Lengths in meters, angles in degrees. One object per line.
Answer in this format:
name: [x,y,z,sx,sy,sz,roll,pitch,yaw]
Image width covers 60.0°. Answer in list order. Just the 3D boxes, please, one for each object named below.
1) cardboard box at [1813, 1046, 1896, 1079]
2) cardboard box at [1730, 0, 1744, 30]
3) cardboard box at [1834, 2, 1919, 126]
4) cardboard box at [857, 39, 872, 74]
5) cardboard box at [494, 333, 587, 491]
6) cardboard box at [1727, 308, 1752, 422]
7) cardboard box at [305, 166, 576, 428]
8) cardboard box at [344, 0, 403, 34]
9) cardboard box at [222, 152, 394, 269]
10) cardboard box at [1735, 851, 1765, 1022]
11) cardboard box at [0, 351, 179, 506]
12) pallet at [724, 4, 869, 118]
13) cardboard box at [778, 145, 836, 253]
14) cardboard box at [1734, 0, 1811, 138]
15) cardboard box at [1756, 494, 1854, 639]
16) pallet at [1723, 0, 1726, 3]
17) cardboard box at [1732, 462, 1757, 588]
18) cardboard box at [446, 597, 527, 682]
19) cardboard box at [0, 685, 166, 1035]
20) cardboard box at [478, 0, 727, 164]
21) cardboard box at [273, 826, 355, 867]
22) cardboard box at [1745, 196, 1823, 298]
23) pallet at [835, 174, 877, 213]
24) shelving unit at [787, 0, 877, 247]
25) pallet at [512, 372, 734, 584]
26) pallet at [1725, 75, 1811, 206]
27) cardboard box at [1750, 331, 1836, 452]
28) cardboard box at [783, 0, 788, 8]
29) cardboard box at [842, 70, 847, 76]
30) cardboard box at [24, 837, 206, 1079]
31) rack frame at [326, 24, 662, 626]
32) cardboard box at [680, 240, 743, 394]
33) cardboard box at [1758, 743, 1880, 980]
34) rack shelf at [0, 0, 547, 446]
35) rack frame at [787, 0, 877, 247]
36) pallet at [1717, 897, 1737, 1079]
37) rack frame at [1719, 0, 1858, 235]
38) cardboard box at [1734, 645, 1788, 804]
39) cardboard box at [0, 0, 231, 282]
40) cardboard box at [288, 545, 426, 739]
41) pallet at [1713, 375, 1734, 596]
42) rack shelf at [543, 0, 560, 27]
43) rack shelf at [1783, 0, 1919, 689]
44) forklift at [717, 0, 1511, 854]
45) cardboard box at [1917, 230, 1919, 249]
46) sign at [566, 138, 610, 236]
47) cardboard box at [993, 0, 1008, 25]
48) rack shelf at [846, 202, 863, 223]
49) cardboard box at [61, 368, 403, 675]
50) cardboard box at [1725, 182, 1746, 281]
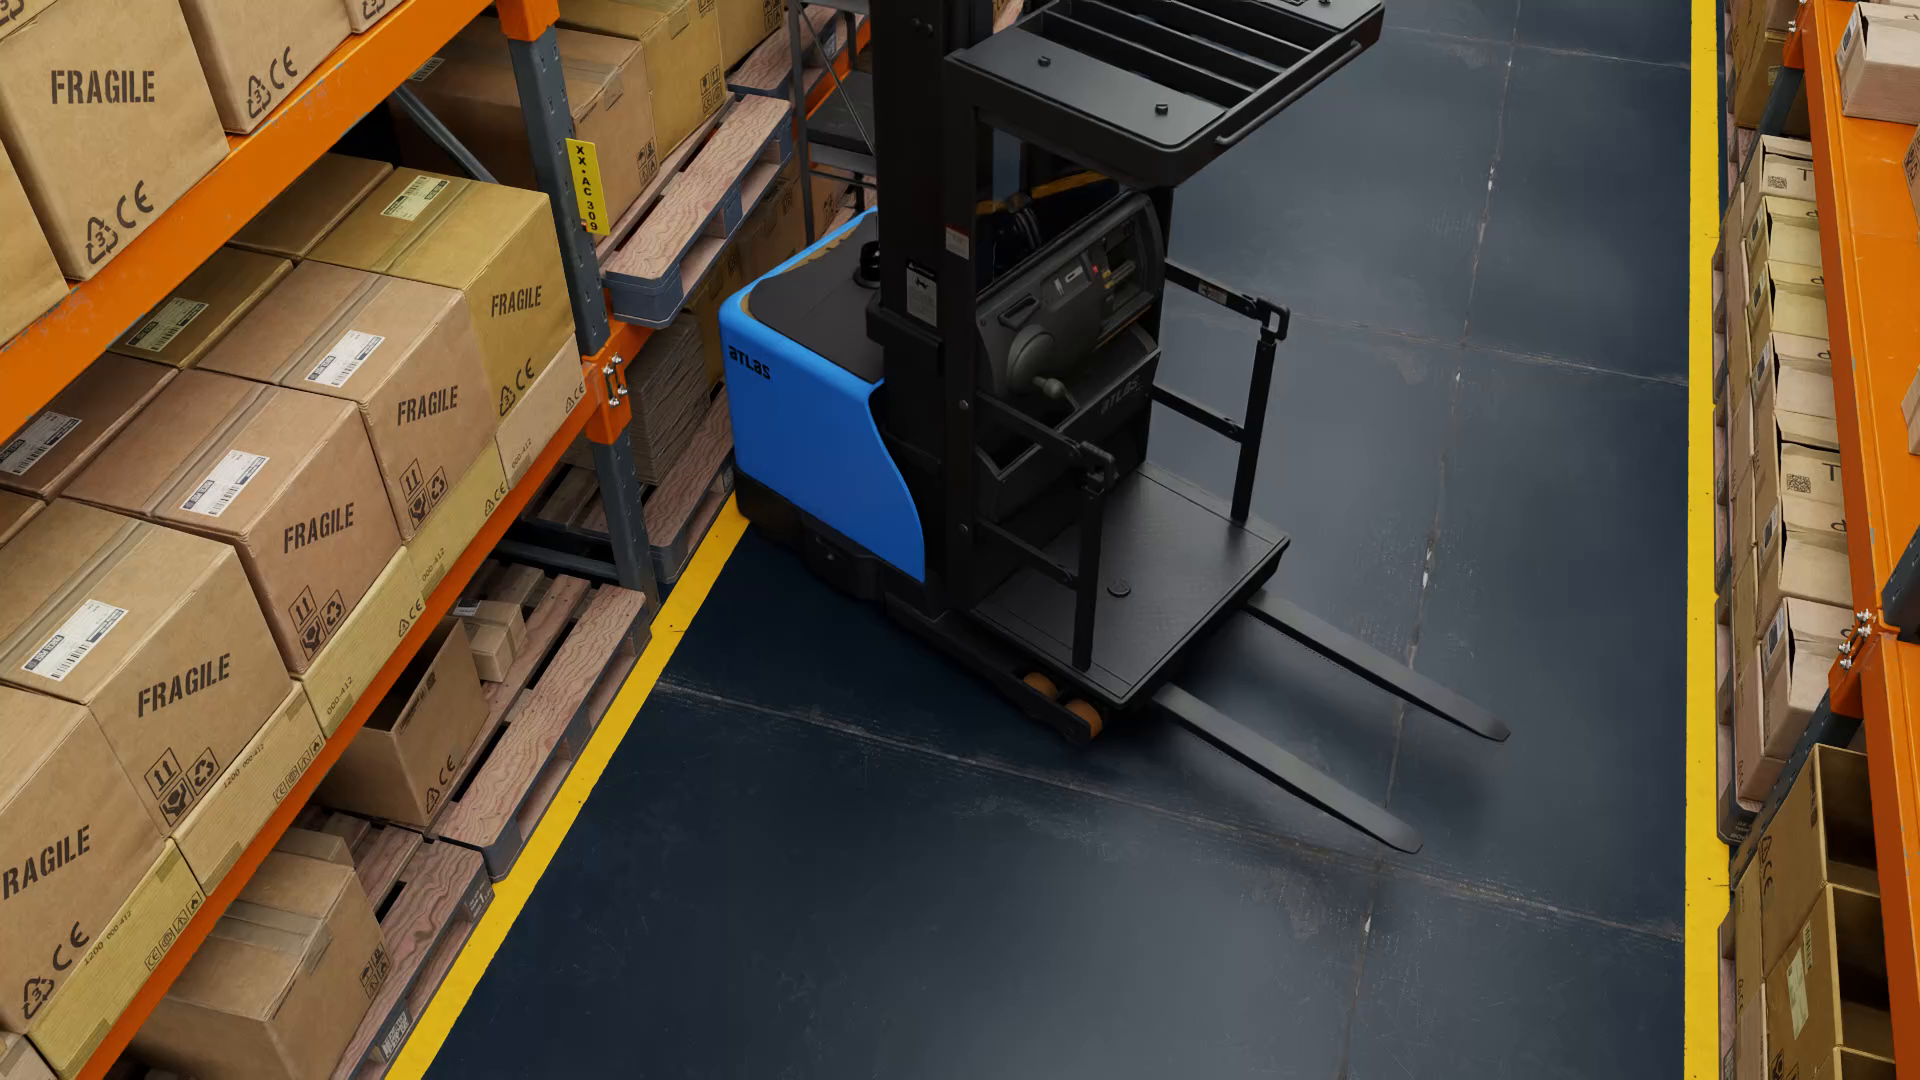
cardboard box: [2.321,1.643,4.056,0.500,0.500,0.500,13,46,13]
cardboard box: [4.644,-3.130,9.277,0.500,0.500,0.500,11,45,11]
cardboard box: [3.819,-1.910,6.621,0.500,0.311,0.500,12,46,12]
cardboard box: [-0.616,-2.317,8.445,0.700,0.500,0.500,13,46,13]
cardboard box: [-1.514,-0.451,5.159,0.500,0.250,0.500,13,46,13]
cardboard box: [3.533,-0.694,6.981,0.500,0.250,0.500,11,46,11]
cardboard box: [-1.508,-0.718,4.896,0.500,0.500,0.500,12,46,12]
cardboard box: [-1.577,-1.602,4.012,0.500,0.500,0.500,14,46,14]
cardboard box: [-2.001,-0.830,5.010,0.500,0.500,0.500,12,46,12]
cardboard box: [2.634,1.247,4.997,0.500,0.250,0.500,13,46,13]
cardboard box: [-2.317,-0.155,4.320,0.500,0.500,0.500,14,46,14]
pallet: [-1.008,-2.147,6.937,1.003,0.211,1.213,13,46,13]
cardboard box: [-1.007,-1.661,7.775,0.700,0.500,0.500,12,46,12]
cardboard box: [4.334,-2.434,8.565,0.500,0.500,0.500,14,46,14]
cardboard box: [3.064,0.123,5.745,0.500,0.311,0.500,14,46,14]
pallet: [5.275,-3.616,10.295,1.003,0.211,1.213,13,46,13]
cardboard box: [3.222,-0.014,6.285,0.500,0.250,0.500,13,46,13]
cardboard box: [-1.793,0.341,5.968,0.380,0.166,0.250,7,45,7]
cardboard box: [-2.118,0.642,3.506,0.500,0.500,0.500,11,45,11]
cardboard box: [-1.297,-1.774,6.032,0.700,0.500,0.500,17,47,17]
cardboard box: [-2.163,1.046,5.260,0.380,0.149,0.250,9,45,9]
cardboard box: [3.685,-1.226,7.123,0.500,0.311,0.500,11,46,12]
pallet: [-0.686,-2.027,8.670,1.003,0.211,1.213,13,46,13]
shelving unit: [-0.368,-1.612,6.888,0.431,2.100,0.503,16,48,15]
pallet: [-1.425,-0.400,7.008,1.003,0.211,1.213,13,46,13]
pallet: [4.536,-1.990,8.633,1.003,0.211,1.213,13,46,13]
cardboard box: [3.373,-0.544,6.426,0.500,0.311,0.500,12,46,12]
cardboard box: [-0.937,-2.586,6.862,0.700,0.500,0.500,13,46,13]
cardboard box: [-0.849,-2.218,7.808,0.500,0.250,0.500,13,46,13]
cardboard box: [-2.117,0.890,3.789,0.500,0.250,0.500,12,46,12]
rack frame: [-1.659,-0.878,5.502,1.000,3.000,0.127,13,46,13]
cardboard box: [-1.344,-0.991,7.090,0.700,0.500,0.500,12,46,12]
cardboard box: [2.624,0.977,4.737,0.500,0.500,0.500,13,46,13]
rack shelf: [-2.265,-0.359,3.342,1.077,0.370,4.000,13,46,13]
rack frame: [-0.461,-1.451,6.730,0.400,2.100,0.015,16,48,15]
pallet: [2.782,1.687,4.875,1.003,0.211,1.213,13,46,13]
rack frame: [4.274,-2.497,7.157,1.000,3.000,0.127,13,46,13]
cardboard box: [2.912,0.664,5.592,0.500,0.250,0.500,12,46,12]
cardboard box: [-1.874,-0.892,3.286,0.500,0.500,0.500,11,45,11]
cardboard box: [-1.810,0.218,4.476,0.500,0.250,0.500,12,46,12]
pallet: [3.617,-0.149,6.752,1.003,0.211,1.213,13,46,13]
rack shelf: [-1.054,-3.026,6.067,1.077,0.370,4.000,13,46,13]
rack shelf: [3.669,-0.907,6.046,1.077,0.370,4.000,13,46,13]
forklift: [0.538,-0.733,5.403,3.031,2.935,1.130,31,52,28]
cardboard box: [3.622,-1.060,5.617,0.500,0.500,0.500,13,46,13]
sign: [-1.140,-1.077,5.087,0.100,0.325,0.005,13,46,13]
cardboard box: [-0.100,-3.388,9.304,0.750,0.750,0.750,12,46,12]
rack shelf: [-0.367,-1.112,7.397,0.431,0.518,0.480,16,48,15]
cardboard box: [-1.816,-0.051,4.214,0.500,0.500,0.500,11,46,11]
cardboard box: [3.836,-1.377,7.679,0.500,0.250,0.500,12,46,12]
